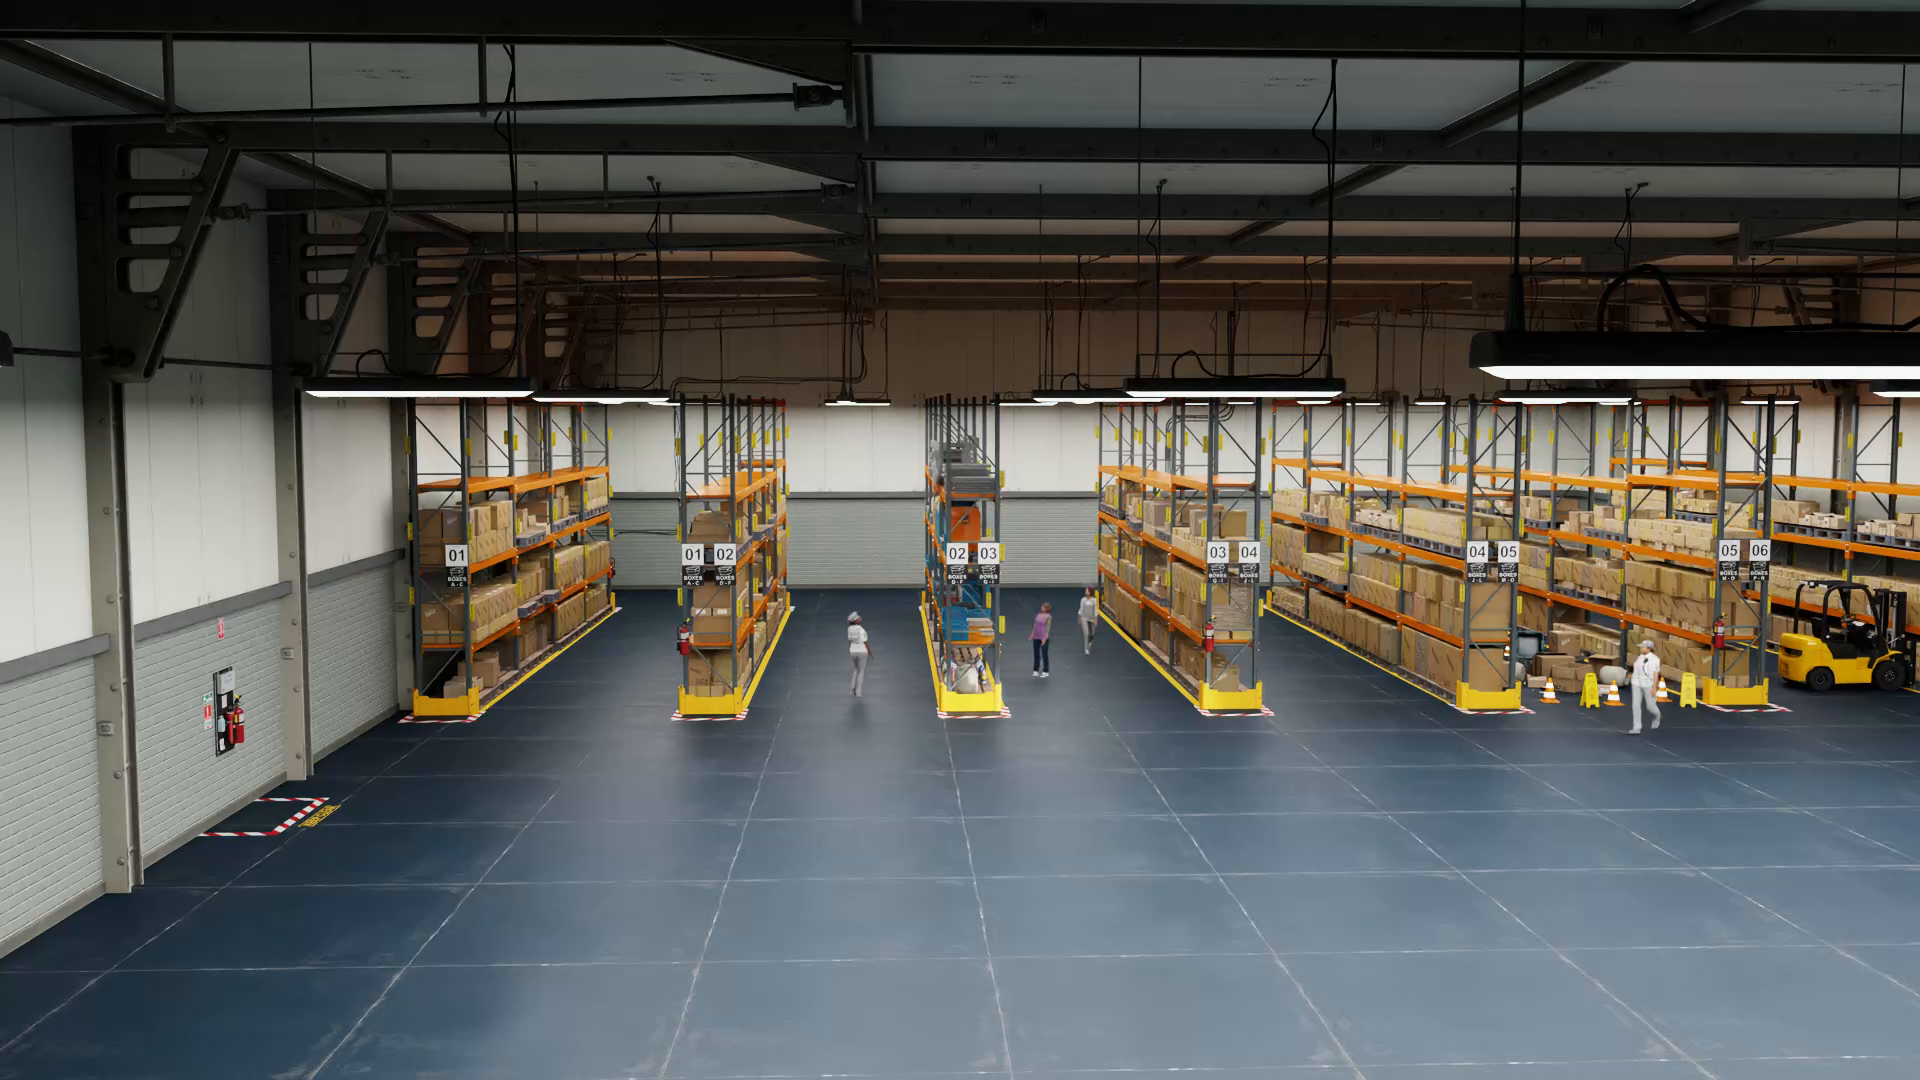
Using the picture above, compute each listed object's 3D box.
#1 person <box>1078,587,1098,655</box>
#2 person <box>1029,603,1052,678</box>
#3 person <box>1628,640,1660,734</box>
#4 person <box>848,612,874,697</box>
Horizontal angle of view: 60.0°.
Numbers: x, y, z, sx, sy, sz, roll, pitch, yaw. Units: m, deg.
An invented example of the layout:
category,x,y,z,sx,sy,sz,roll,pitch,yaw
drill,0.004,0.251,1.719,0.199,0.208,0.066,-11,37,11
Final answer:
category,x,y,z,sx,sy,sz,roll,pitch,yaw
person,2.983,1.867,38.851,0.450,1.550,0.785,-1,5,-7
person,1.717,2.134,35.471,0.477,1.592,0.415,3,5,30
person,12.074,2.578,29.281,0.490,1.646,0.674,4,6,39
person,-1.966,2.262,32.900,0.512,1.713,0.480,3,5,29
